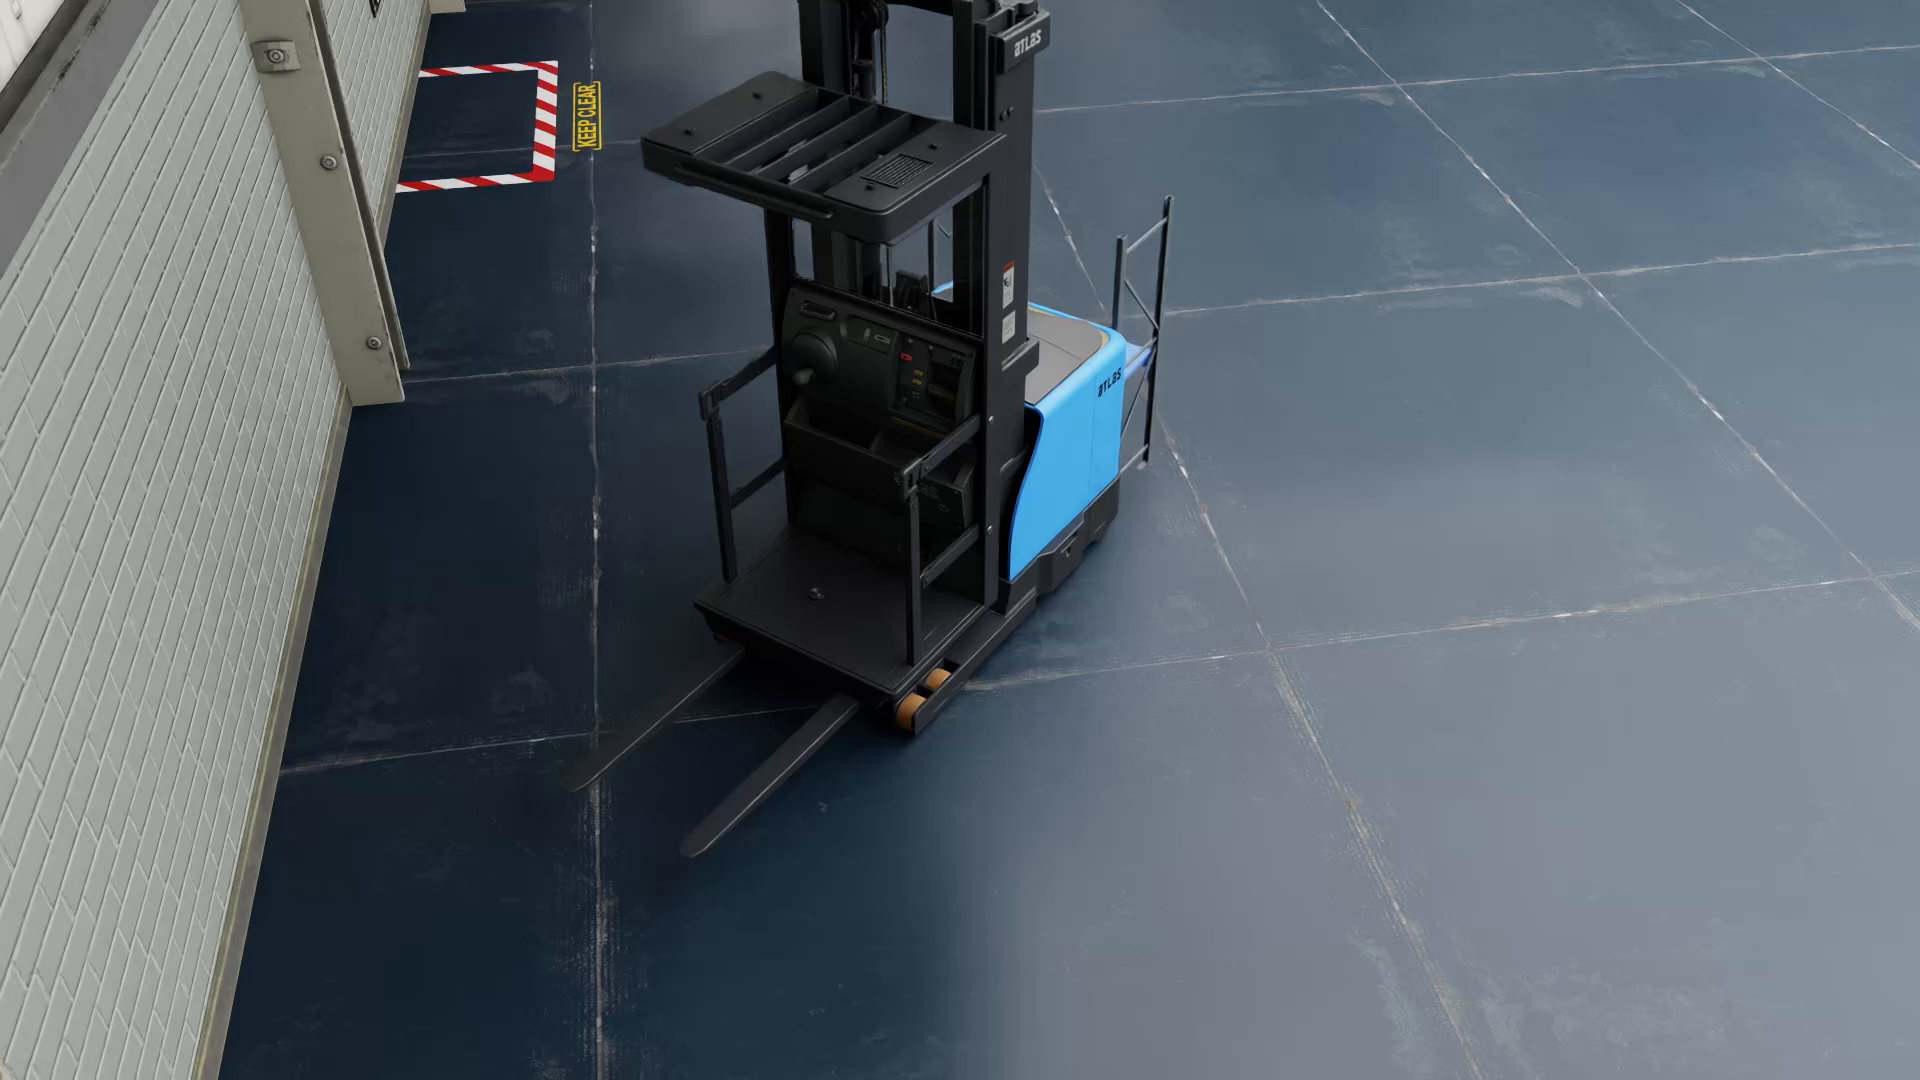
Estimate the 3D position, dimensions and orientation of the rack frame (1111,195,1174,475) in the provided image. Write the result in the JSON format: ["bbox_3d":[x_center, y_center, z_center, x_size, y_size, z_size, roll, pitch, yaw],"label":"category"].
[{"bbox_3d":[0.852,-0.887,8.069,0.032,1.500,0.500,22,43,25],"label":"rack frame"}]

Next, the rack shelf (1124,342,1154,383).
[{"bbox_3d":[0.425,-0.914,8.397,1.000,0.185,0.538,22,43,25],"label":"rack shelf"}]

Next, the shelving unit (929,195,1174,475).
[{"bbox_3d":[0.425,-1.056,8.287,1.048,1.500,0.538,22,43,25],"label":"shelving unit"}]

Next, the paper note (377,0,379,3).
[{"bbox_3d":[-3.934,-3.713,11.203,0.016,0.148,0.142,-6,38,-8],"label":"paper note"}]

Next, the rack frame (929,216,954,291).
[{"bbox_3d":[-0.003,-1.225,8.504,0.032,1.500,0.500,22,43,25],"label":"rack frame"}]

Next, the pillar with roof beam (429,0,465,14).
[{"bbox_3d":[-0.054,-8.505,11.762,9.100,9.000,0.400,-6,38,-8],"label":"pillar with roof beam"}]

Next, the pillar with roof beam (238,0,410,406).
[{"bbox_3d":[0.997,-4.881,7.097,9.100,9.000,0.400,-6,38,-8],"label":"pillar with roof beam"}]

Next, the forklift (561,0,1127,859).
[{"bbox_3d":[-0.455,-0.670,6.623,1.130,2.935,3.031,22,43,26],"label":"forklift"}]

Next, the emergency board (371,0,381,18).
[{"bbox_3d":[-3.914,-4.168,11.070,0.157,1.169,0.626,-6,38,-8],"label":"emergency board"}]
